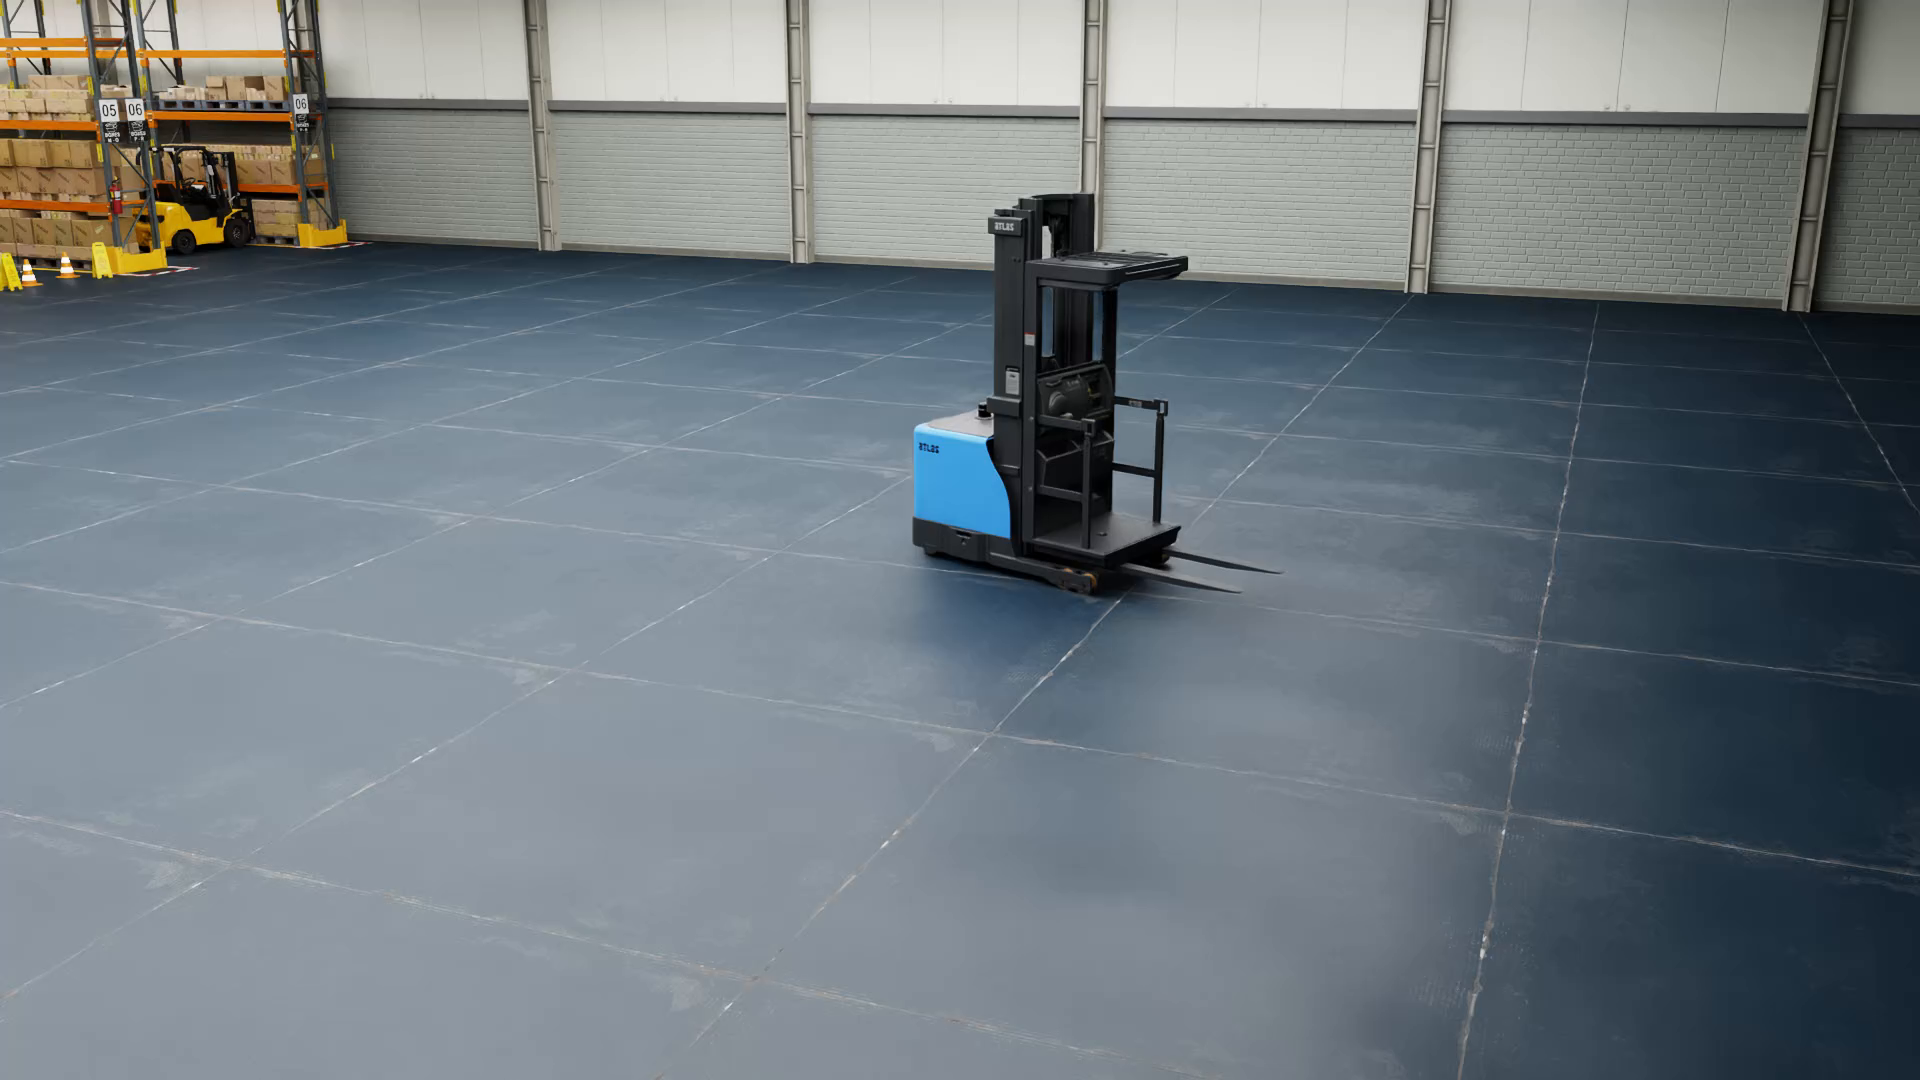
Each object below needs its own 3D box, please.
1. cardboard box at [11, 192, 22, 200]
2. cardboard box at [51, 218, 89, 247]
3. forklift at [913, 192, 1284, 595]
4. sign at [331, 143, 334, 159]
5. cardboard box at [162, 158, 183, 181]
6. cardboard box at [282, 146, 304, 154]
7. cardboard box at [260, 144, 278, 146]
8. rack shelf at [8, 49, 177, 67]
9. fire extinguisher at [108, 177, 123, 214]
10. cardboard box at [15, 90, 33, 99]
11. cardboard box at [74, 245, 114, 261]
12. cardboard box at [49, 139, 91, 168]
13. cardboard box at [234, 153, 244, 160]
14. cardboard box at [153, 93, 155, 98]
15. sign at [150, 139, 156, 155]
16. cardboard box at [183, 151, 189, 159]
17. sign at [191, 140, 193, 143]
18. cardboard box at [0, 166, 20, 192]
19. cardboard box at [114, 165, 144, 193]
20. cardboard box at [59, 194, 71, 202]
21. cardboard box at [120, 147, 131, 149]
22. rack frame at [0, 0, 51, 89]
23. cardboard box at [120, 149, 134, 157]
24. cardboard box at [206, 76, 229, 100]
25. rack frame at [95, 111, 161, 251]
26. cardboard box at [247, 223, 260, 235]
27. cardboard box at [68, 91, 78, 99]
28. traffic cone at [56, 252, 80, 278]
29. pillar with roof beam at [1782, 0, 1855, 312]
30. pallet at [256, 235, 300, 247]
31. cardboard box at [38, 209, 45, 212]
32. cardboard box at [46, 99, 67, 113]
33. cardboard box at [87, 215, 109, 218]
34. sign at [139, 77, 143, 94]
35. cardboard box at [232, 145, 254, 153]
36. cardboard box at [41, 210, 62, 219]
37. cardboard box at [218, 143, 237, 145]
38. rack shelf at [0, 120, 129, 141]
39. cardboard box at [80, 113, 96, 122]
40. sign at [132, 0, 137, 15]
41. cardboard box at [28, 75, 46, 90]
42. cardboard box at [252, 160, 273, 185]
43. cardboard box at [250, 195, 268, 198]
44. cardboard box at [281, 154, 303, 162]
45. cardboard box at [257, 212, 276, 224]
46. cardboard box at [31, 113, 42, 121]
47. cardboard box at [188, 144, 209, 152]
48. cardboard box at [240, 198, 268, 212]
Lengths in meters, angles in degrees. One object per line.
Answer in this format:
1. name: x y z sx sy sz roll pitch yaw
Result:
1. cardboard box: -18.178 -6.692 32.294 0.250 0.149 0.380 6 17 21
2. cardboard box: -17.146 -5.960 32.157 0.500 0.500 0.500 7 18 23
3. forklift: 1.067 -1.153 12.886 3.031 2.935 1.130 13 21 38
4. sign: -13.792 -8.537 36.504 0.005 0.325 0.100 6 17 21
5. cardboard box: -17.405 -8.284 37.148 0.500 0.500 0.500 6 17 19
6. cardboard box: -14.411 -8.424 35.934 0.250 0.149 0.380 6 17 21
7. cardboard box: -15.196 -8.640 36.679 0.250 0.149 0.380 7 18 22
8. rack shelf: -19.582 -10.897 37.576 4.000 0.370 1.077 6 17 21
9. fire extinguisher: -15.881 -6.484 31.265 0.183 0.674 0.296 6 17 21
10. cardboard box: -17.680 -8.461 31.578 0.250 0.149 0.380 7 18 22
11. cardboard box: -16.692 -5.548 32.084 0.500 0.250 0.500 6 17 20
12. cardboard box: -16.842 -7.372 31.682 0.500 0.500 0.700 6 17 21
13. cardboard box: -15.628 -8.387 36.340 0.250 0.149 0.380 6 17 21
14. cardboard box: -18.439 -10.056 37.570 0.250 0.149 0.380 6 17 21
15. sign: -17.912 -8.725 36.913 0.005 0.325 0.100 6 17 21
16. cardboard box: -17.028 -8.562 36.943 0.250 0.149 0.380 6 17 21
17. sign: -17.520 -8.947 37.916 0.005 0.325 0.100 6 17 21
18. cardboard box: -18.295 -7.035 32.312 0.500 0.500 0.500 6 17 20
19. cardboard box: -16.157 -6.963 32.066 0.500 0.500 0.500 6 17 20
20. cardboard box: -17.003 -6.561 31.846 0.250 0.149 0.380 7 17 22
21. cardboard box: -19.137 -8.944 38.259 0.250 0.149 0.380 6 17 20
22. rack frame: -21.443 -11.639 38.125 0.127 3.000 1.000 6 17 21
23. cardboard box: -18.869 -8.739 37.552 0.250 0.149 0.380 6 17 19
24. cardboard box: -15.948 -9.862 36.266 0.637 0.503 0.797 7 18 22
25. rack frame: -15.819 -6.652 31.706 0.127 3.000 1.000 6 17 21
26. cardboard box: -15.475 -6.894 36.718 0.500 0.250 0.500 6 17 21
27. cardboard box: -16.467 -8.349 31.193 0.250 0.149 0.380 7 17 22
28. traffic cone: -16.692 -5.143 31.059 0.334 0.463 0.336 6 17 21
29. pillar with roof beam: 12.010 -6.940 21.939 0.400 9.000 9.100 6 17 21
30. pallet: -14.728 -6.668 36.763 1.213 0.211 1.003 6 17 21
31. cardboard box: -21.915 -7.747 39.208 0.500 0.500 0.500 7 18 22
32. cardboard box: -16.856 -8.201 31.398 0.500 0.250 0.500 6 17 20
33. cardboard box: -16.978 -6.102 32.646 0.500 0.500 0.500 6 17 19
34. sign: -15.620 -8.653 31.651 0.005 0.325 0.100 6 17 21
35. cardboard box: -15.635 -8.529 36.294 0.250 0.149 0.380 7 17 22
36. cardboard box: -17.503 -6.293 32.141 0.250 0.149 0.380 7 18 23
37. cardboard box: -16.355 -8.796 37.215 0.250 0.149 0.380 6 17 20
38. rack shelf: -17.679 -7.952 32.093 4.000 0.370 1.077 6 17 21
39. cardboard box: -16.253 -7.936 31.199 0.250 0.149 0.380 6 17 21
40. sign: -17.910 -11.575 36.085 0.005 0.325 0.100 6 17 21
41. cardboard box: -20.858 -10.359 37.984 0.500 0.500 0.500 6 17 21
42. cardboard box: -15.034 -8.025 36.258 0.500 0.500 0.500 7 18 22
43. cardboard box: -15.780 -7.558 37.211 0.500 0.250 0.500 6 17 20
44. cardboard box: -14.426 -8.262 35.910 0.250 0.149 0.380 7 17 21
45. cardboard box: -15.031 -7.084 36.476 0.500 0.250 0.500 6 17 20
46. cardboard box: -17.434 -8.074 31.675 0.250 0.149 0.380 6 17 19
47. cardboard box: -16.815 -8.662 36.753 0.250 0.149 0.380 7 17 22
48. cardboard box: -15.494 -7.367 36.555 0.500 0.250 0.500 7 17 21
